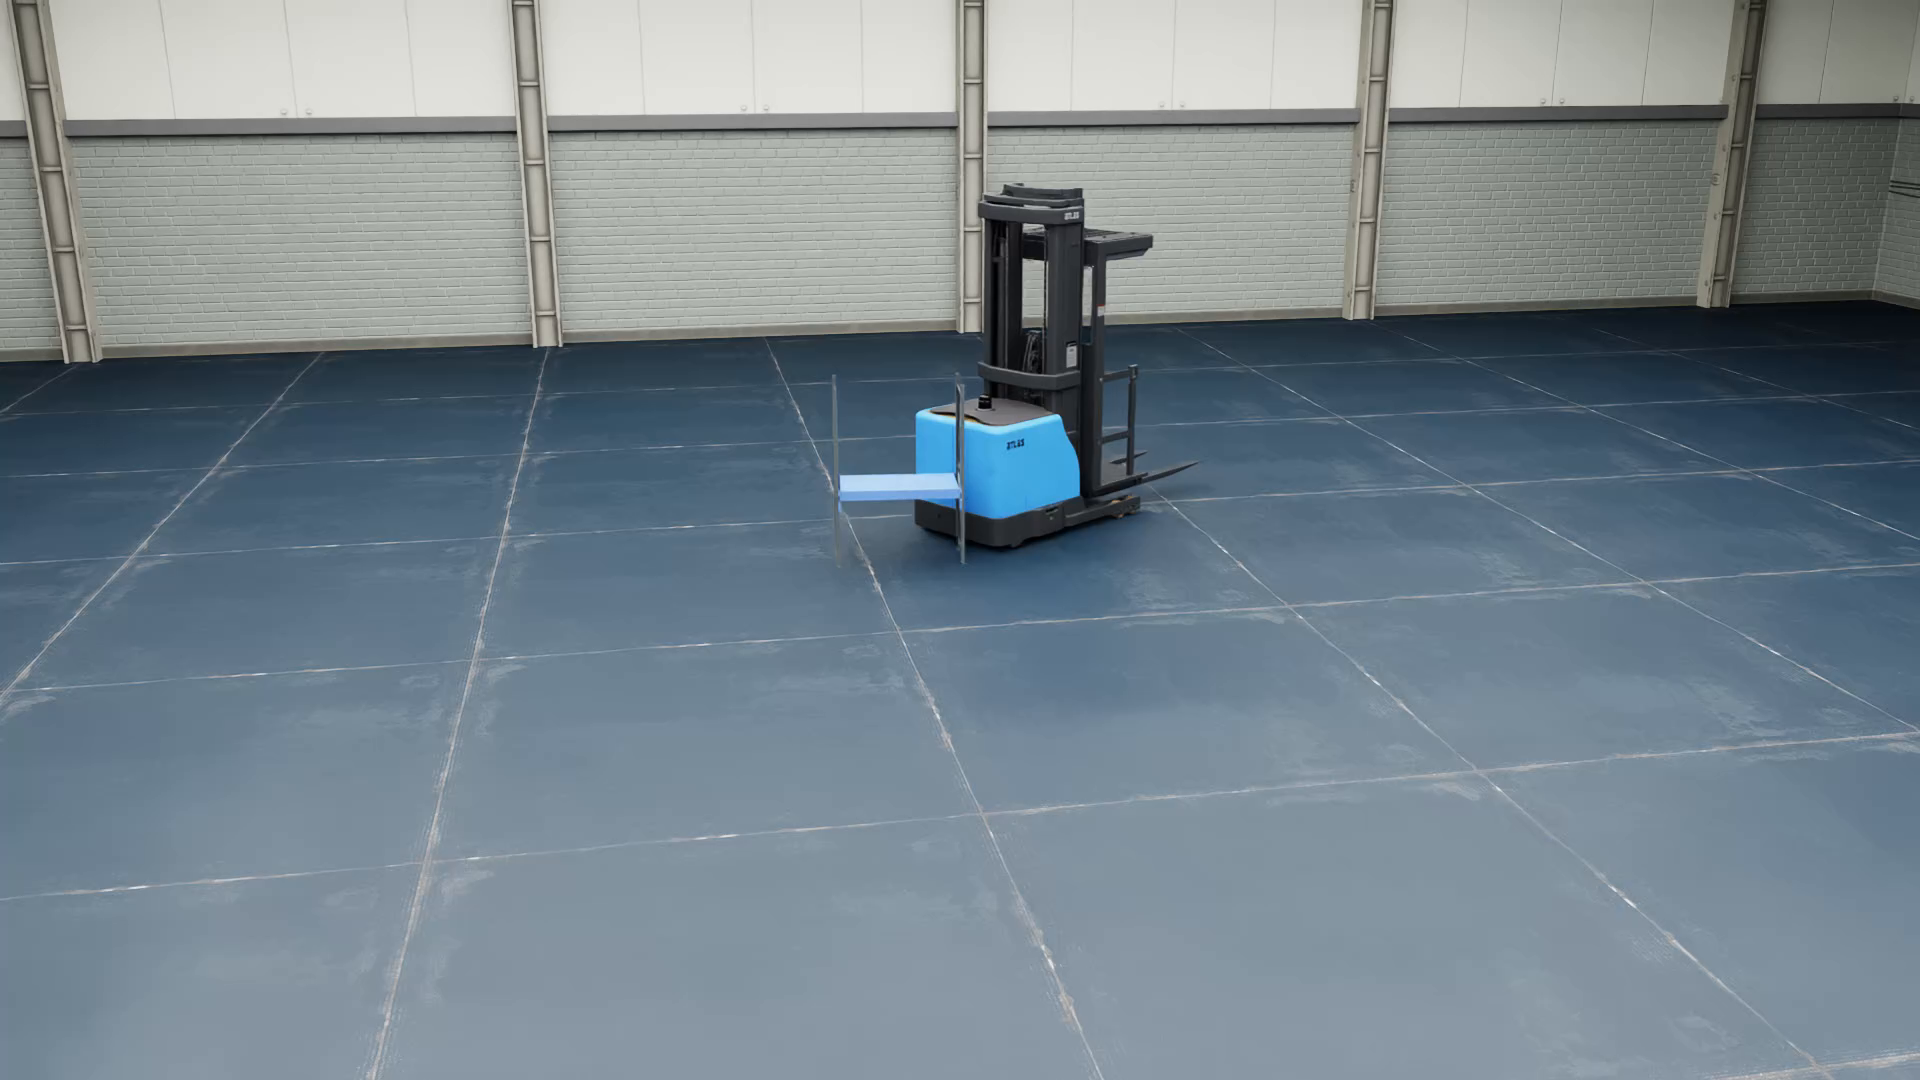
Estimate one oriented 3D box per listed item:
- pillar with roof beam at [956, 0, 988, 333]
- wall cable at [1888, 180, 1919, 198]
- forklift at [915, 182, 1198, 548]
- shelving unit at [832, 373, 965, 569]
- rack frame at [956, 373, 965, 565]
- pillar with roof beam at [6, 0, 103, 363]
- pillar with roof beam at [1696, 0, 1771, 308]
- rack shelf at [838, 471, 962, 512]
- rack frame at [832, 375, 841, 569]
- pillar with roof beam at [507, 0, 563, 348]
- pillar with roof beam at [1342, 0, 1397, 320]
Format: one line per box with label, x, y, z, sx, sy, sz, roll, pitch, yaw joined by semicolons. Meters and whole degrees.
pillar with roof beam;0.979;-6.108;18.871;0.400;9.000;9.100;-3;17;-10
wall cable;15.088;-6.316;24.837;0.112;2.526;3.097;-3;17;-10
forklift;0.994;-1.690;14.820;1.130;2.935;3.031;16;23;42
shelving unit;-0.504;-0.570;13.614;1.048;1.500;0.538;-1;17;-5
rack frame;0.002;-0.584;13.657;0.032;1.500;0.500;-1;17;-5
pillar with roof beam;-10.803;-5.440;16.695;0.400;9.000;9.100;-3;17;-10
pillar with roof beam;12.761;-6.776;21.047;0.400;9.000;9.100;-3;17;-10
rack shelf;-0.504;-0.398;13.667;1.000;0.185;0.538;-1;17;-5
rack frame;-1.010;-0.557;13.571;0.032;1.500;0.500;-1;17;-5
pillar with roof beam;-4.912;-5.774;17.783;0.400;9.000;9.100;-3;17;-10
pillar with roof beam;6.870;-6.442;19.959;0.400;9.000;9.100;-3;17;-10
